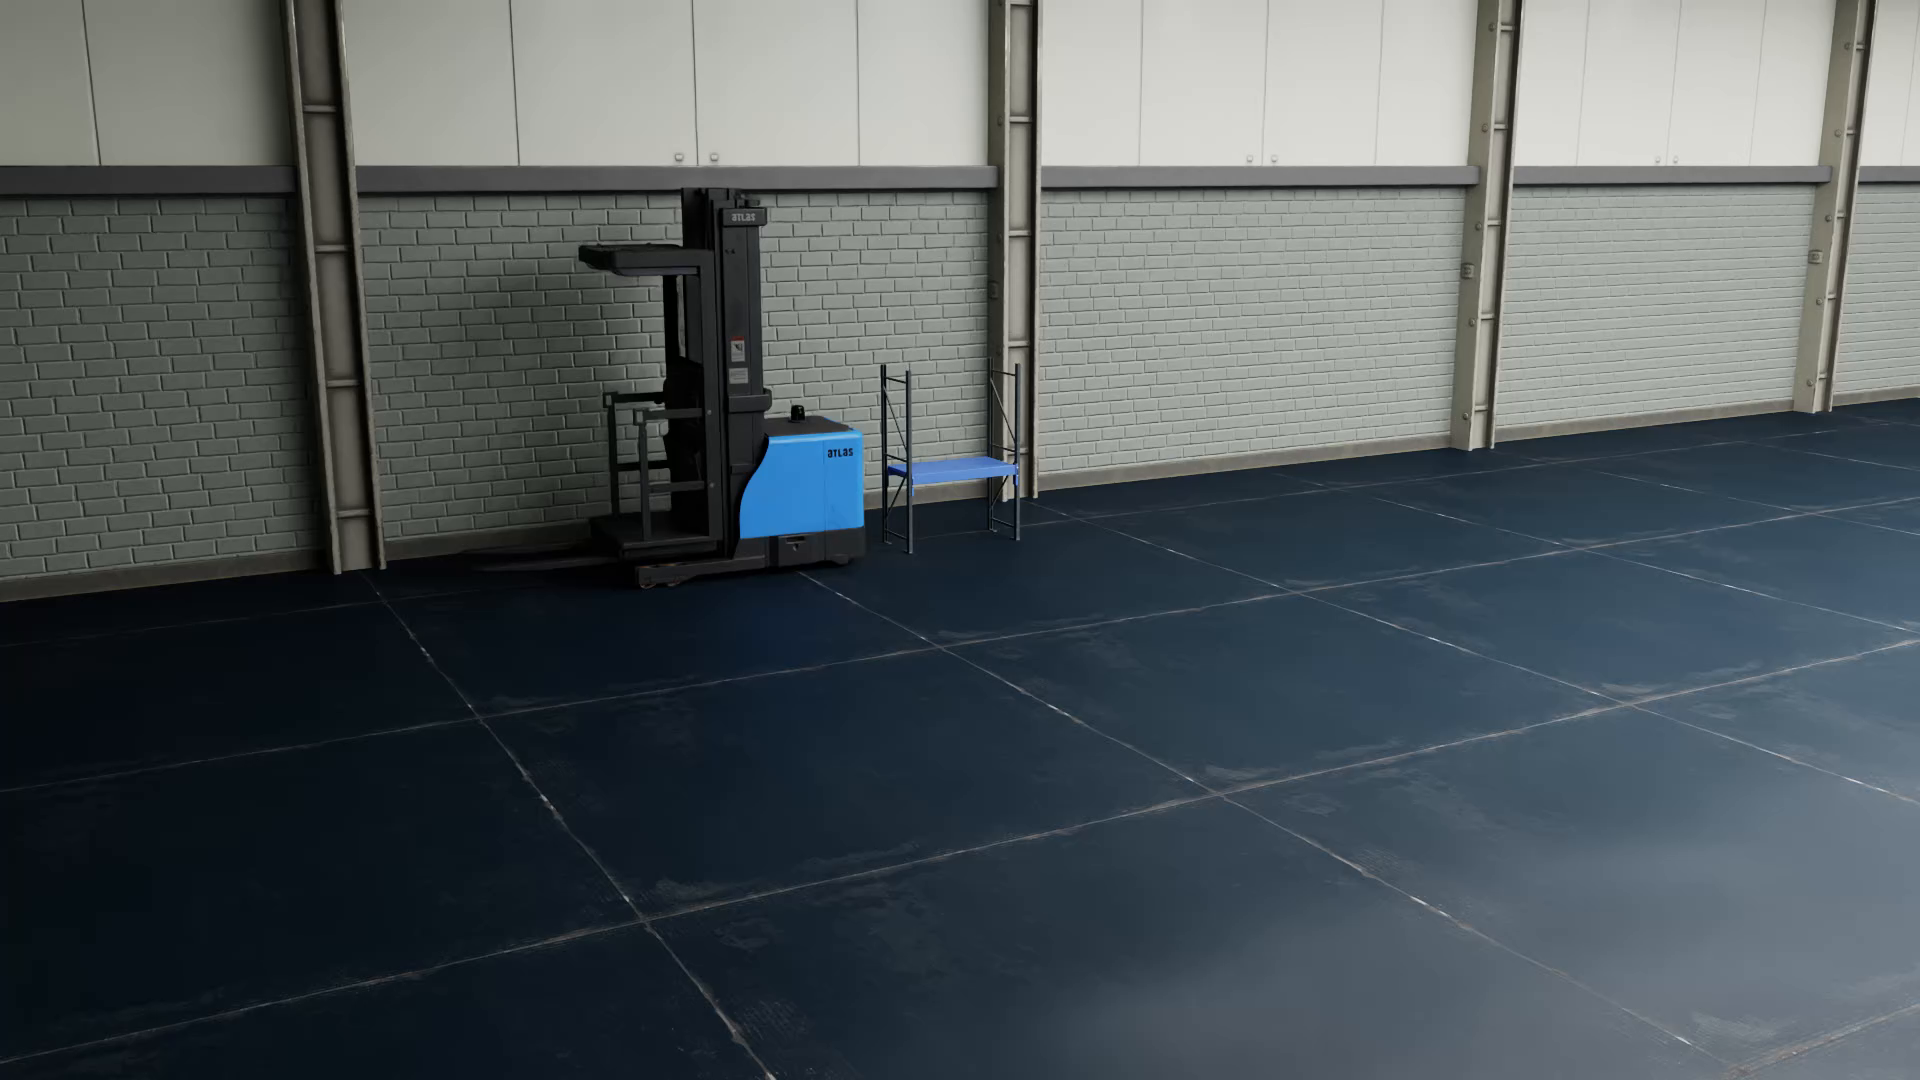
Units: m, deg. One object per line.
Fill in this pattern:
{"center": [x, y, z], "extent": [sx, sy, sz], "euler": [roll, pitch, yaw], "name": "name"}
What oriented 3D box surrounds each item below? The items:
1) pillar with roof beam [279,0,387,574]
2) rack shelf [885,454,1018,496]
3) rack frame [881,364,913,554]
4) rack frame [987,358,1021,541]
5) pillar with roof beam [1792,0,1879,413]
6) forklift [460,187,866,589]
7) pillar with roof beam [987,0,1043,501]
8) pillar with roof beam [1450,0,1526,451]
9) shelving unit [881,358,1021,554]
{"center": [-2.703, -3.343, 8.468], "extent": [0.400, 9.000, 9.100], "euler": [-7, 14, -28], "name": "pillar with roof beam"}
{"center": [-0.075, -0.547, 13.944], "extent": [1.000, 0.185, 0.538], "euler": [-7, 14, -28], "name": "rack shelf"}
{"center": [-0.521, -0.669, 13.667], "extent": [0.032, 1.500, 0.500], "euler": [-7, 14, -28], "name": "rack frame"}
{"center": [0.371, -0.776, 14.142], "extent": [0.032, 1.500, 0.500], "euler": [-7, 14, -28], "name": "rack frame"}
{"center": [13.096, -5.237, 16.882], "extent": [0.400, 9.000, 9.100], "euler": [-7, 14, -28], "name": "pillar with roof beam"}
{"center": [-2.309, -1.197, 12.752], "extent": [3.031, 2.935, 1.130], "euler": [-6, 14, -24], "name": "forklift"}
{"center": [2.563, -3.974, 11.273], "extent": [0.400, 9.000, 9.100], "euler": [-7, 14, -28], "name": "pillar with roof beam"}
{"center": [7.830, -4.605, 14.077], "extent": [0.400, 9.000, 9.100], "euler": [-7, 14, -28], "name": "pillar with roof beam"}
{"center": [-0.075, -0.723, 13.905], "extent": [1.048, 1.500, 0.538], "euler": [-7, 14, -28], "name": "shelving unit"}
